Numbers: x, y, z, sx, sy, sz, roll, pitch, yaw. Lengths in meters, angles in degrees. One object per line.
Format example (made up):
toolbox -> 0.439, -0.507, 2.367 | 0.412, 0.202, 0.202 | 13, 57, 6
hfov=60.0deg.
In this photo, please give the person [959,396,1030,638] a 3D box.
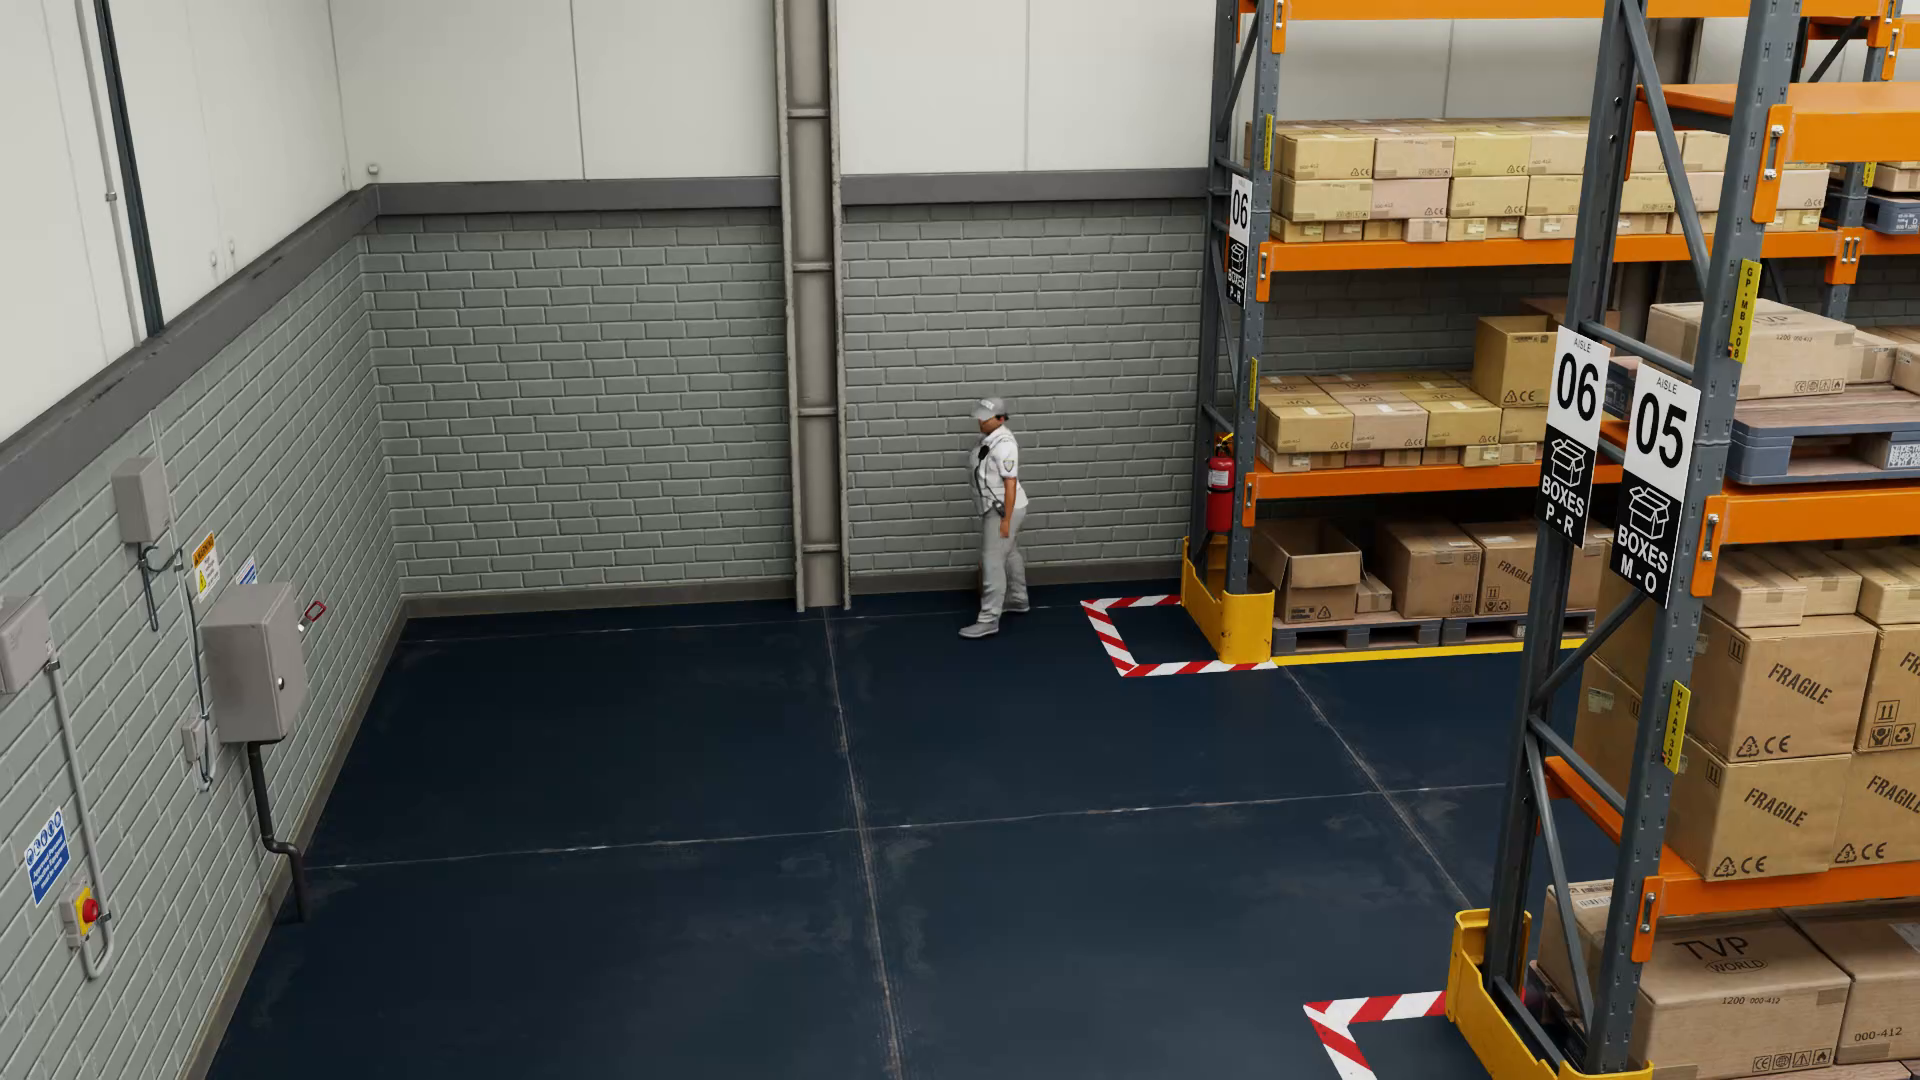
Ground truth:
person -> 0.237, -0.192, 11.549 | 0.593, 1.653, 0.600 | -4, 20, -10
